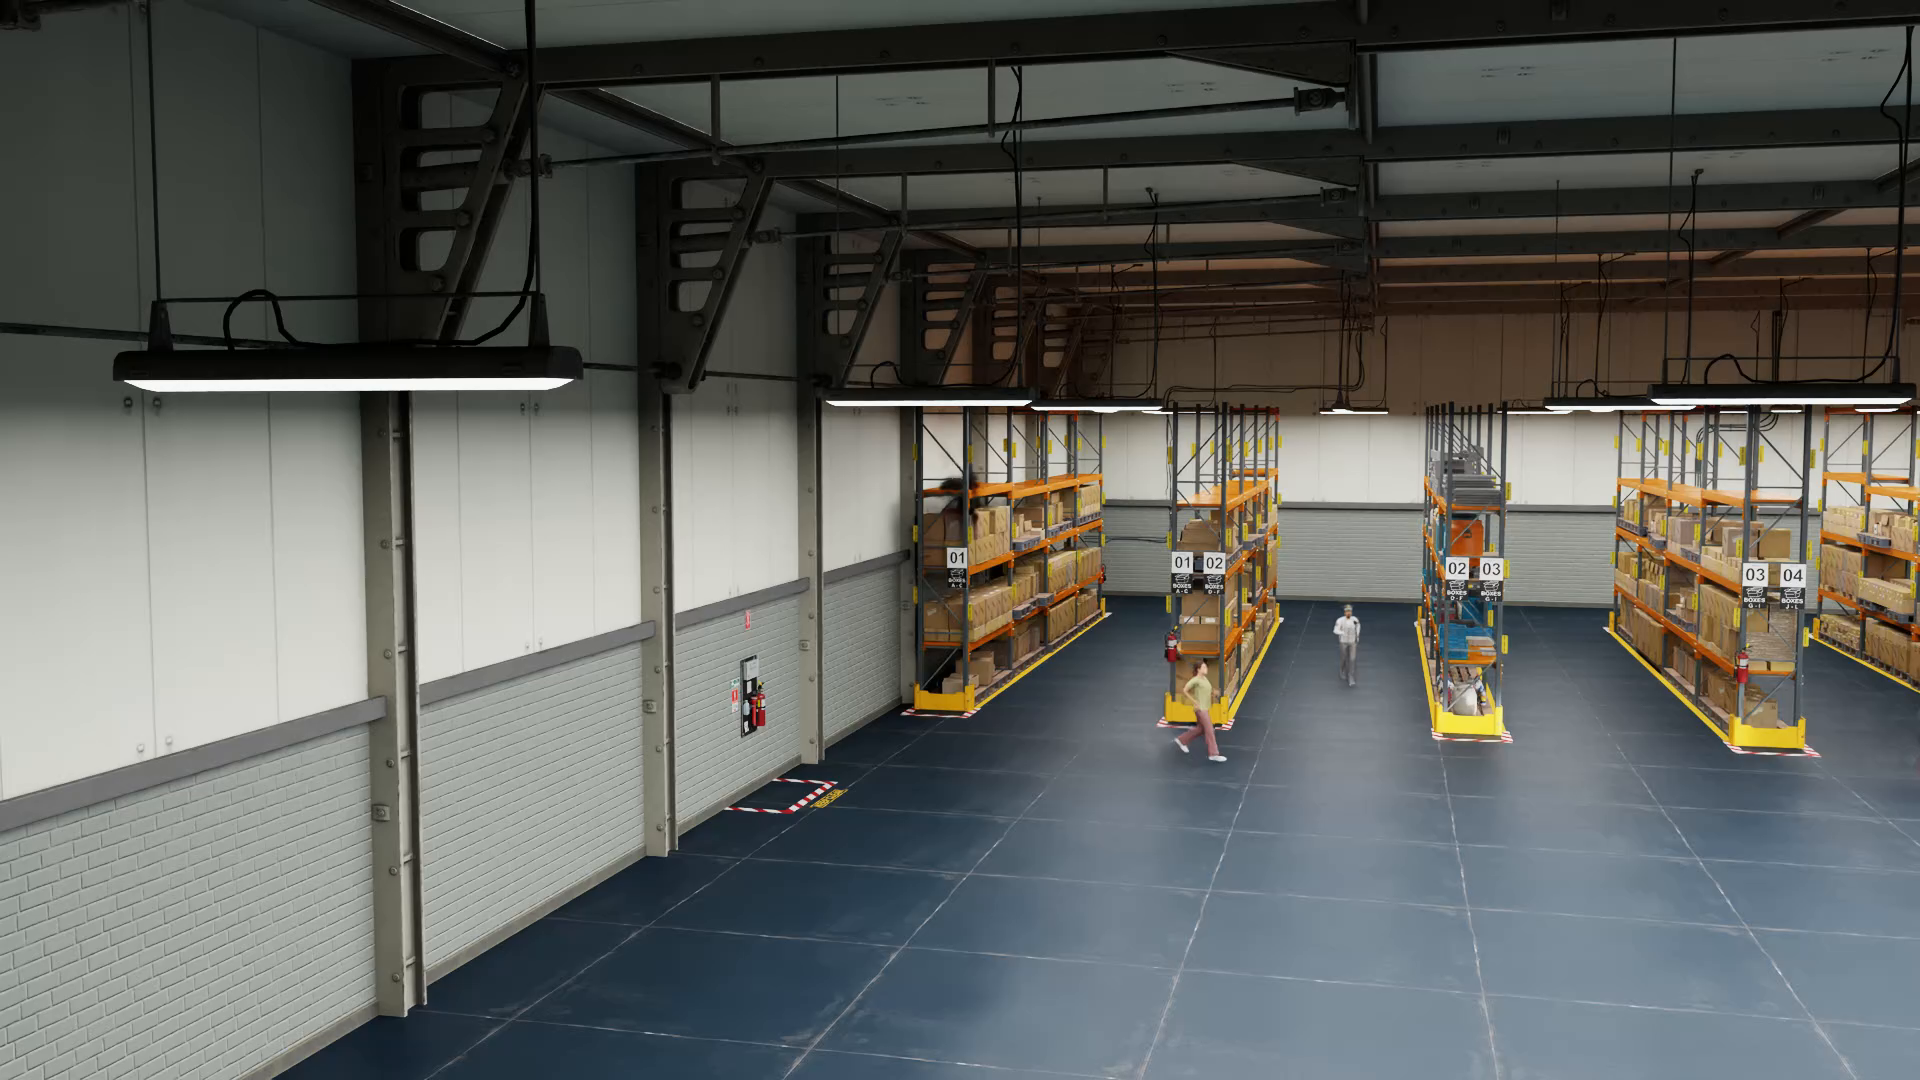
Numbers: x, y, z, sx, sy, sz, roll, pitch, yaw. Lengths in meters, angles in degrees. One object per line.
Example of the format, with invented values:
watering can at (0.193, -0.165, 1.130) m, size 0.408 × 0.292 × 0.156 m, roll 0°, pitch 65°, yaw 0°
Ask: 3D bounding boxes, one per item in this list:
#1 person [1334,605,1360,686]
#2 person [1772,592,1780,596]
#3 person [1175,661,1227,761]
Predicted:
person at (8.333, 2.230, 35.800) m, size 0.562 × 1.719 × 0.857 m, roll 1°, pitch 4°, yaw 10°
person at (20.904, 1.660, 43.054) m, size 0.730 × 1.832 × 0.944 m, roll 2°, pitch 5°, yaw 29°
person at (4.014, 2.868, 27.724) m, size 0.958 × 1.562 × 0.581 m, roll 2°, pitch 5°, yaw 30°
